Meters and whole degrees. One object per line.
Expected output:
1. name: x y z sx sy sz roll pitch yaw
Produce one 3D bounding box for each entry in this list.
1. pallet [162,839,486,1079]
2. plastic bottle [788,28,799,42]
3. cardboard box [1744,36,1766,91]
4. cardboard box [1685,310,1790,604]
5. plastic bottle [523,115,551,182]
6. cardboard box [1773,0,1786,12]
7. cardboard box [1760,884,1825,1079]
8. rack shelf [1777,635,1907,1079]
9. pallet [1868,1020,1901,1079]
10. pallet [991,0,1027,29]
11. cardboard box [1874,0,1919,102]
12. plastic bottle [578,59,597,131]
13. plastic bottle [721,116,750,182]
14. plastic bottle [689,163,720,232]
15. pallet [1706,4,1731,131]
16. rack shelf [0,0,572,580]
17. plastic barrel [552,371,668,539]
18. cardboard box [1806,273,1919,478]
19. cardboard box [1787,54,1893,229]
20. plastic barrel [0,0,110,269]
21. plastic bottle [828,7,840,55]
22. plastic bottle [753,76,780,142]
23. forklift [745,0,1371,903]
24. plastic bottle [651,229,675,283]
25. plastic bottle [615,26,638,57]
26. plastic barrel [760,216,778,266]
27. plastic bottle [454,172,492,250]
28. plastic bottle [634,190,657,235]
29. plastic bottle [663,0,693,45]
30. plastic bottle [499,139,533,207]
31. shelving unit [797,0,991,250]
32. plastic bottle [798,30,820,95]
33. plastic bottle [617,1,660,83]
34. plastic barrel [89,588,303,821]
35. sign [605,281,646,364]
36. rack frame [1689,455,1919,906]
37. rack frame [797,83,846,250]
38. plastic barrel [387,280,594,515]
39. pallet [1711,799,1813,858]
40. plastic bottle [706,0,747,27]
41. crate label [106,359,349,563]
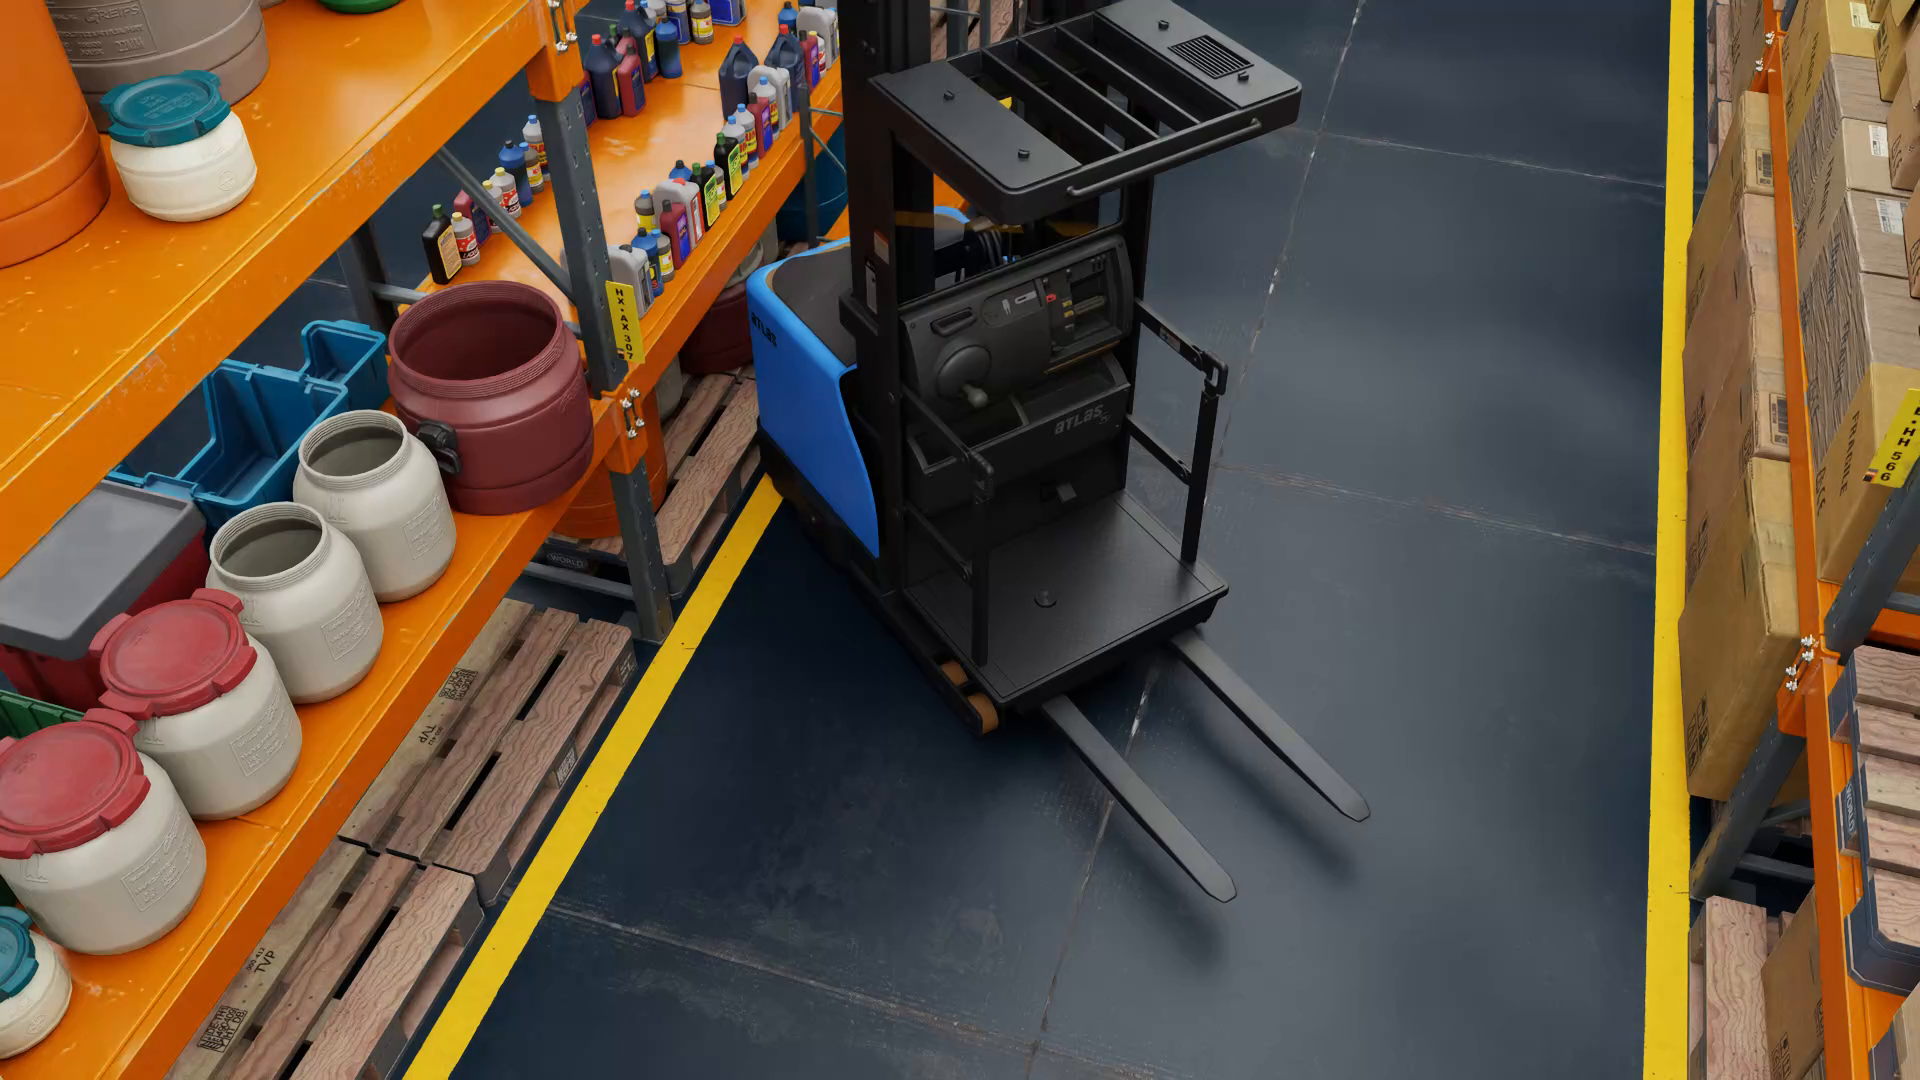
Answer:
1. pallet: -2.303 1.526 5.438 1.003 0.211 1.213 13 46 13
2. plastic bottle: -0.742 -2.095 7.237 0.097 0.271 0.097 0 44 0
3. cardboard box: 4.548 -2.220 8.492 0.875 0.875 0.875 13 46 13
4. cardboard box: 3.566 -0.179 6.406 1.225 0.875 0.875 13 46 13
5. plastic bottle: -1.704 -1.589 6.721 0.097 0.271 0.097 0 44 0
6. cardboard box: 4.052 -2.589 7.830 0.380 0.149 0.250 13 46 13
7. cardboard box: 2.876 1.447 4.998 0.700 0.500 0.500 10 45 10
8. rack shelf: 2.454 1.850 3.628 1.077 0.370 4.000 13 46 13
9. pallet: 2.500 1.657 3.448 1.003 0.211 1.213 13 46 13
10. pallet: 0.104 -3.773 10.854 1.003 0.211 1.213 13 46 13
11. cardboard box: 3.867 -1.918 6.176 0.797 0.503 0.637 13 46 13
12. plastic bottle: -1.598 -1.869 6.998 0.061 0.283 0.133 13 46 13
13. plastic bottle: -0.910 -1.586 6.717 0.097 0.271 0.097 0 44 0
14. plastic bottle: -0.997 -1.355 6.473 0.061 0.283 0.133 13 46 13
15. pallet: 4.944 -2.716 9.773 1.003 0.211 1.213 13 46 12
16. rack shelf: -2.266 -0.271 3.651 1.077 0.370 4.000 13 46 13
17. plastic barrel: -1.528 -0.493 6.760 0.600 0.830 0.708 13 46 13
18. cardboard box: 3.130 -0.488 5.432 0.500 0.500 0.500 12 46 12
19. cardboard box: 3.591 -1.520 6.486 0.500 0.500 0.500 12 46 12
20. plastic barrel: -2.314 -1.077 3.653 0.600 0.830 0.708 13 46 13
21. plastic bottle: -0.573 -2.301 7.497 0.097 0.201 0.097 0 44 0
22. plastic bottle: -0.810 -1.804 6.940 0.097 0.271 0.097 0 44 0
23. forklift: 0.340 -0.683 5.751 1.130 2.935 3.031 -25 49 -23
24. plastic bottle: -1.130 -1.074 6.244 0.097 0.201 0.097 0 44 0
25. plastic bottle: -1.444 -2.068 7.201 0.061 0.283 0.133 13 46 13
26. plastic barrel: -1.101 -1.528 8.044 0.421 0.512 0.421 0 44 0
27. plastic bottle: -1.874 -1.261 6.377 0.061 0.283 0.133 13 46 13
28. plastic bottle: -1.206 -1.260 6.434 0.097 0.201 0.097 0 44 0
29. plastic bottle: -1.303 -2.411 7.557 0.152 0.276 0.135 13 46 13
30. plastic bottle: -1.763 -1.460 6.588 0.097 0.271 0.097 0 44 0
31. shelving unit: -0.266 -1.629 7.692 0.587 1.500 1.083 14 46 13
32. plastic bottle: -0.661 -2.095 7.228 0.061 0.283 0.133 13 46 13
33. plastic bottle: -1.414 -2.203 7.290 0.144 0.351 0.185 13 46 13
34. plastic barrel: -2.020 0.460 4.437 0.433 0.535 0.433 0 44 0
35. sign: -1.134 -0.736 5.639 0.100 0.325 0.005 13 46 13
36. rack frame: 3.060 0.260 4.739 1.000 3.000 0.127 13 46 13
37. rack frame: -0.434 -1.287 7.342 0.500 1.500 0.032 14 46 13
38. plastic barrel: -1.512 -0.464 5.381 0.600 0.536 0.708 13 46 13
39. pallet: 3.371 0.747 6.235 1.003 0.211 1.213 13 46 13
40. plastic bottle: -1.088 -2.534 7.682 0.152 0.276 0.135 13 46 13
41. crate label: -2.219 -0.197 5.180 0.502 0.435 0.616 13 46 13
